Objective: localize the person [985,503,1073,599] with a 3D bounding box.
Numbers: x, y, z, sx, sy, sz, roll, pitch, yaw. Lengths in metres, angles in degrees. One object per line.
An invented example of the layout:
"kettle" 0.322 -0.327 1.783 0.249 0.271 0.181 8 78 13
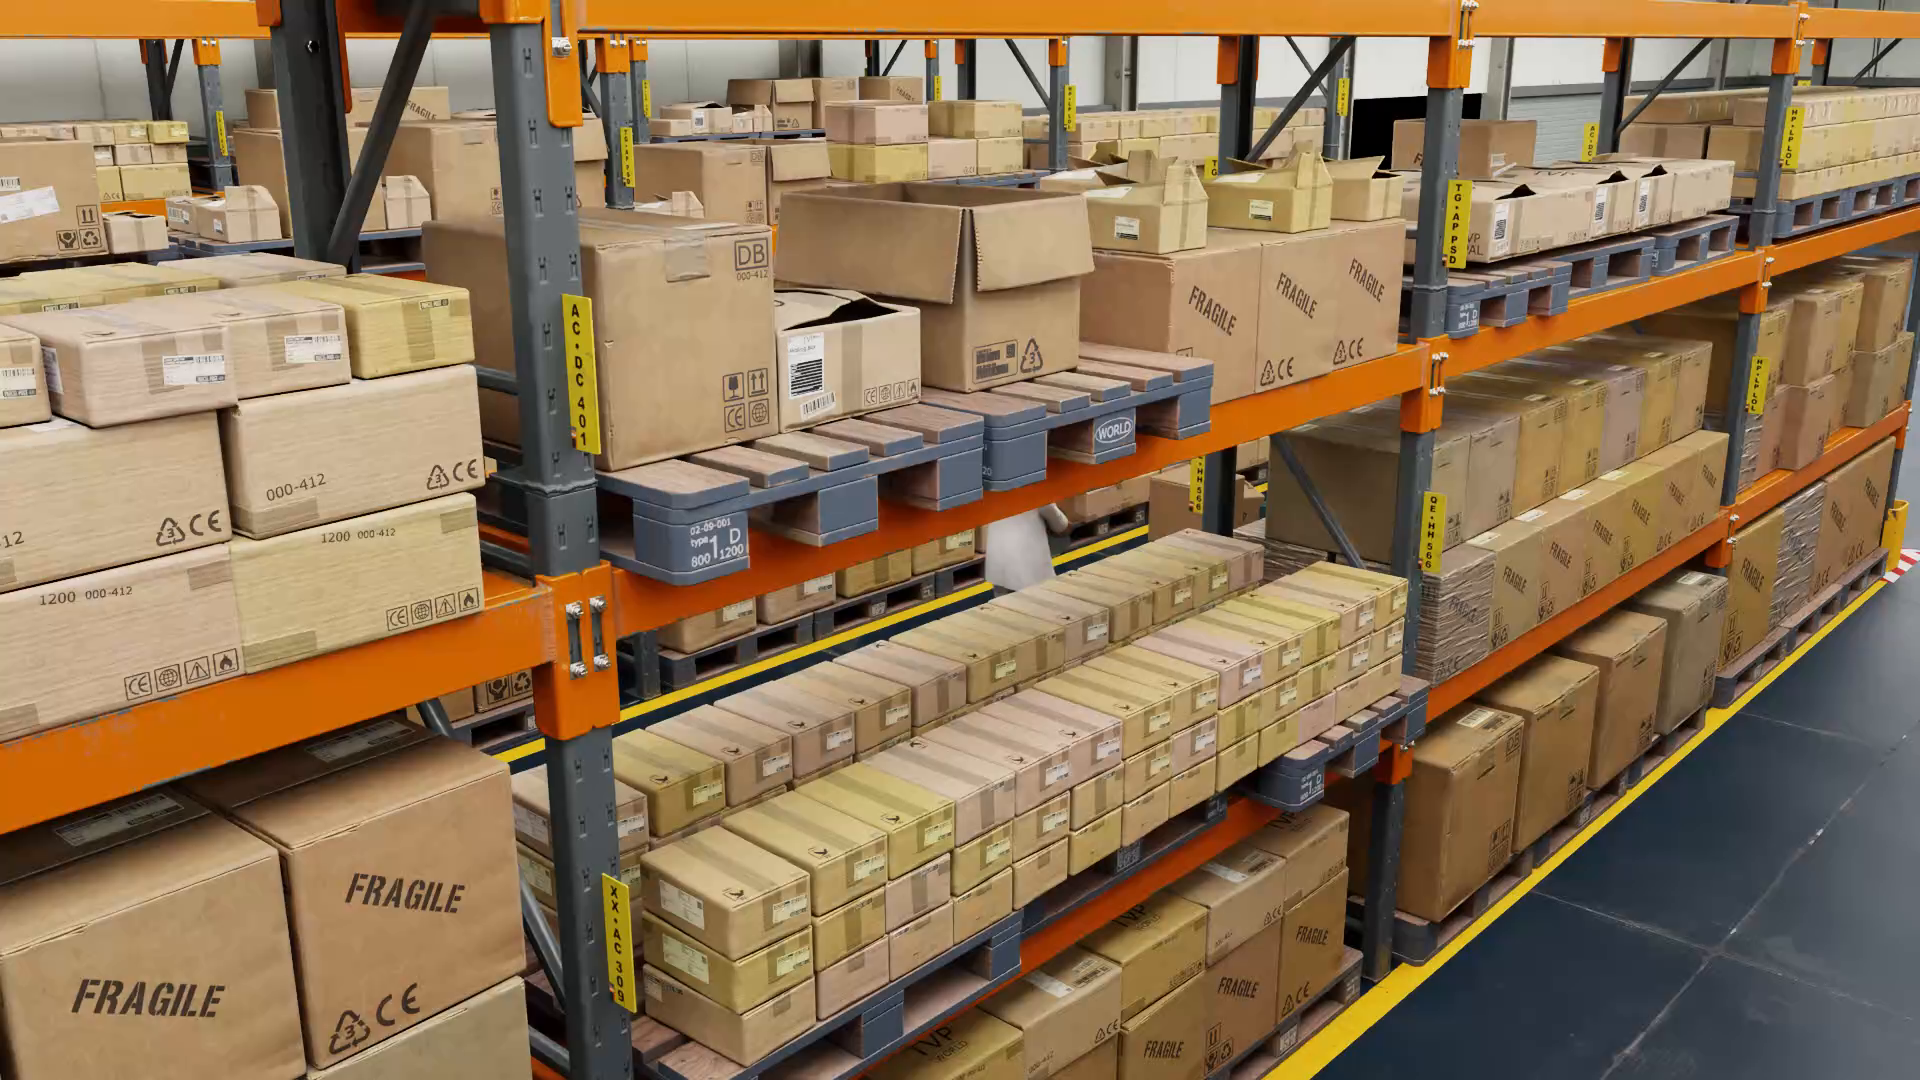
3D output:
"person" 0.422 0.029 10.468 0.533 1.774 0.554 14 22 39
